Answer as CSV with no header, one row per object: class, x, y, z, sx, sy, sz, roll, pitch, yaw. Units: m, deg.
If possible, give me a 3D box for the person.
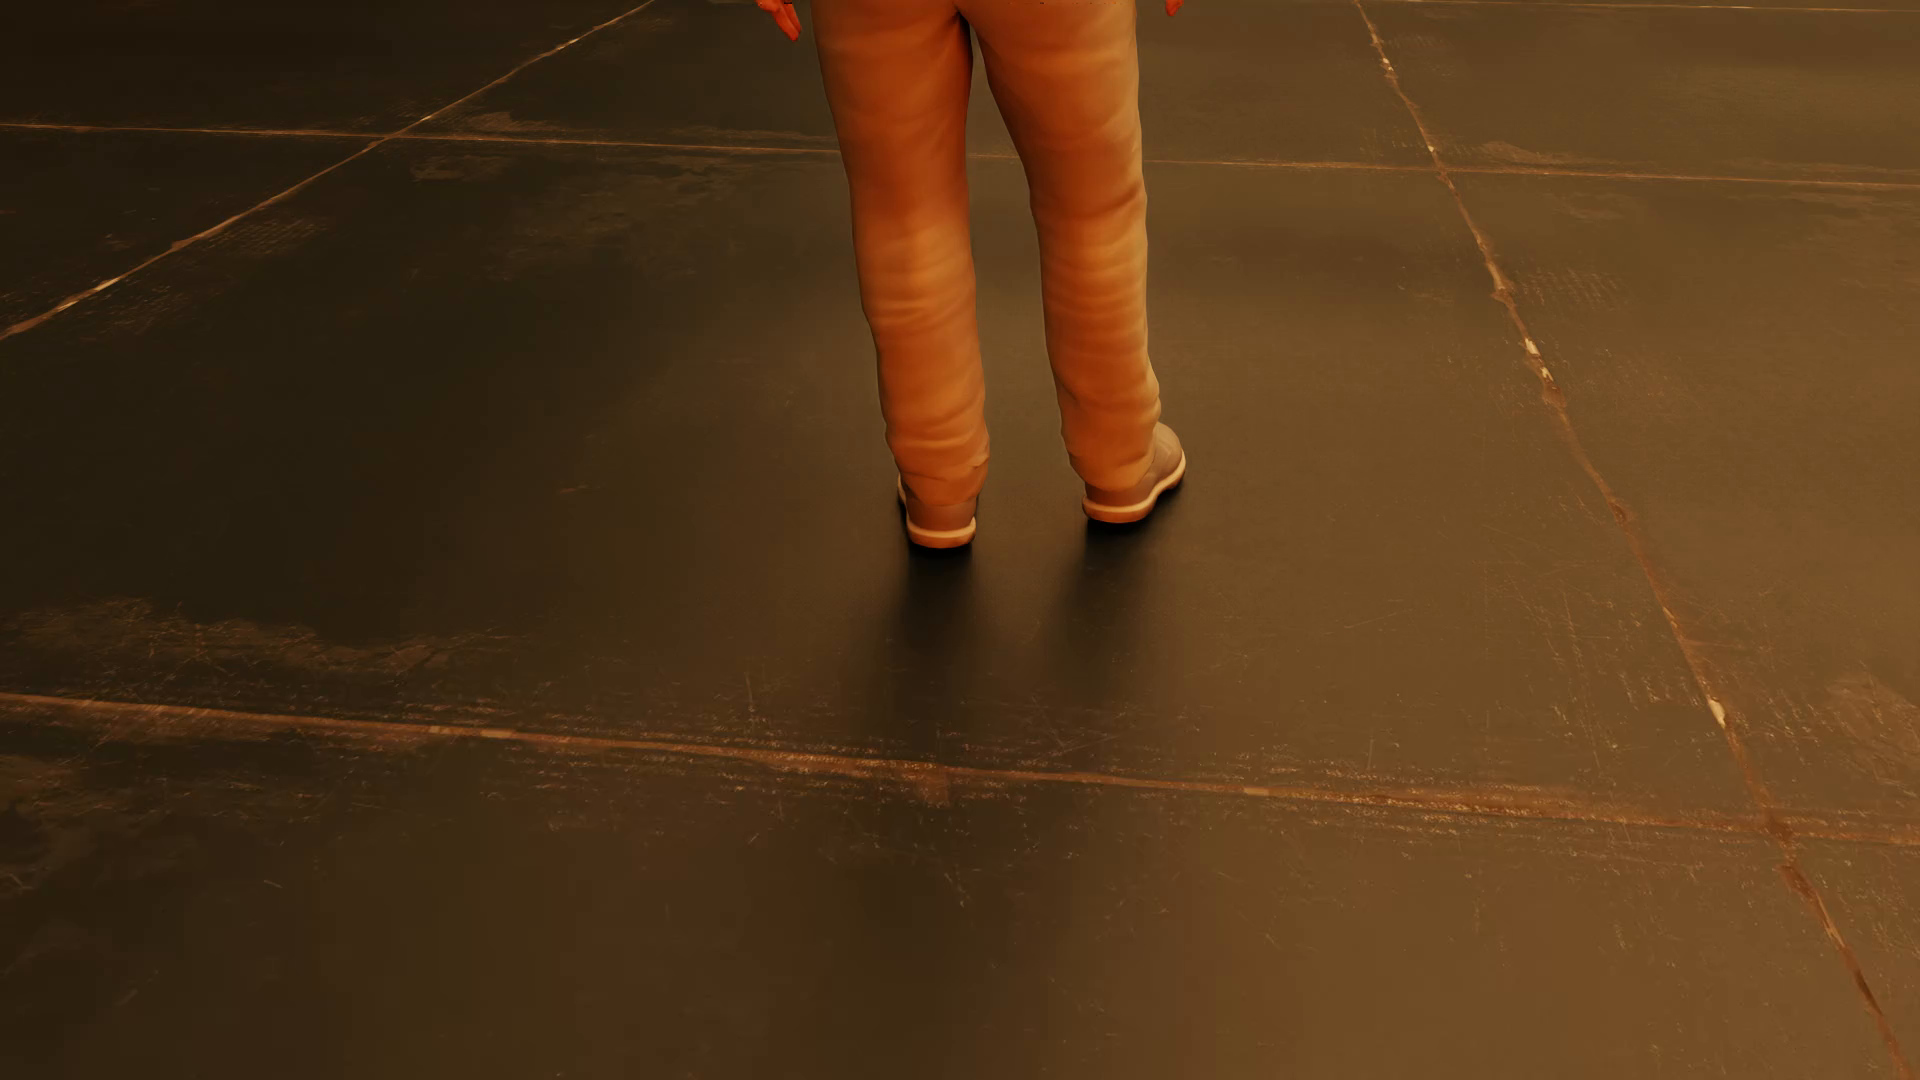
person,0.022,-0.839,2.167,0.641,1.781,0.574,3,27,7
